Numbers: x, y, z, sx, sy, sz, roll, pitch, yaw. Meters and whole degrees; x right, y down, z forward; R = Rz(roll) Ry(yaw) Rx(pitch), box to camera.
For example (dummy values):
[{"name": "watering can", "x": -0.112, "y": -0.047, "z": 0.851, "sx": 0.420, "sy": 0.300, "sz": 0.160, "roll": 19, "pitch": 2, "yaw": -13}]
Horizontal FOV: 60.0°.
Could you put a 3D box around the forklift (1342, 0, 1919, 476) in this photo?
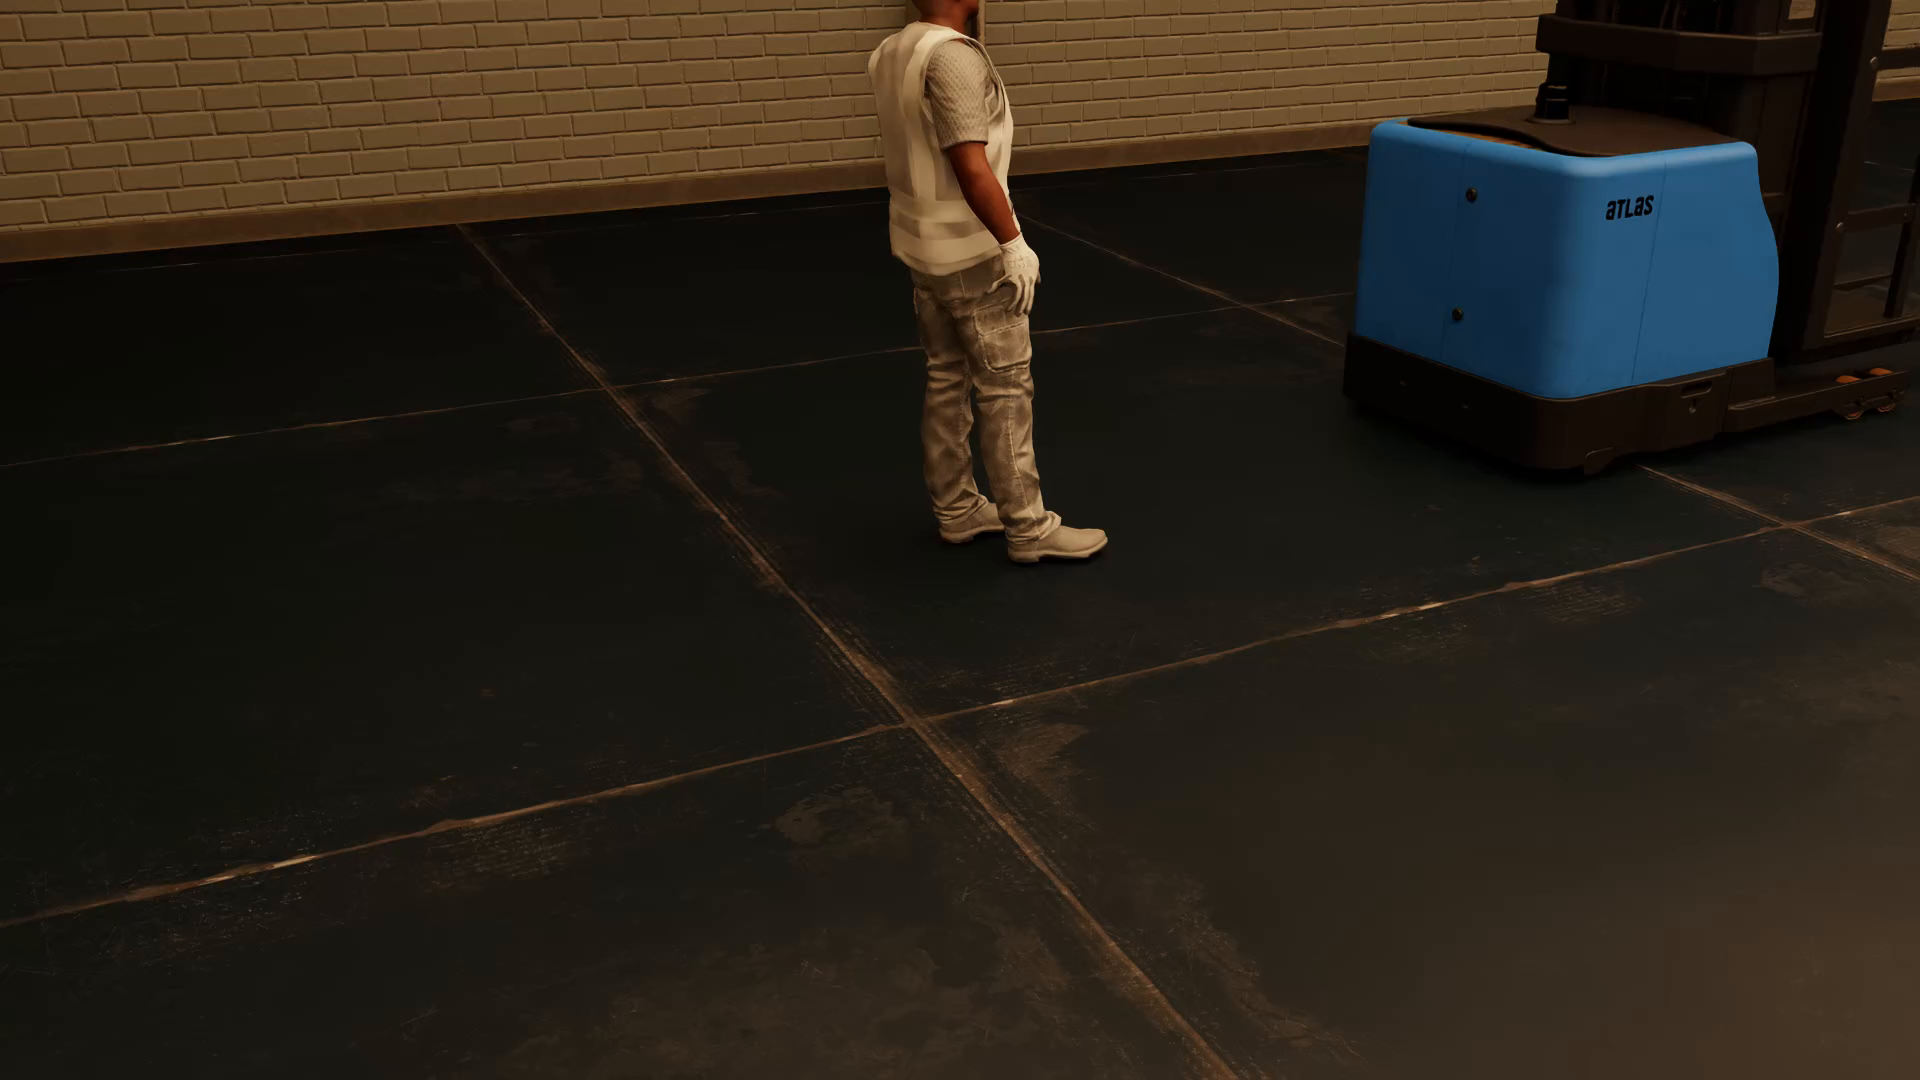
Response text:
[{"name": "forklift", "x": 2.977, "y": -1.961, "z": 6.006, "sx": 3.031, "sy": 2.935, "sz": 1.130, "roll": -12, "pitch": 25, "yaw": -27}]

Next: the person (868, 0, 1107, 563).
[{"name": "person", "x": 0.069, "y": -0.839, "z": 4.783, "sx": 0.575, "sy": 1.785, "sz": 0.657, "roll": -10, "pitch": 25, "yaw": -23}]
